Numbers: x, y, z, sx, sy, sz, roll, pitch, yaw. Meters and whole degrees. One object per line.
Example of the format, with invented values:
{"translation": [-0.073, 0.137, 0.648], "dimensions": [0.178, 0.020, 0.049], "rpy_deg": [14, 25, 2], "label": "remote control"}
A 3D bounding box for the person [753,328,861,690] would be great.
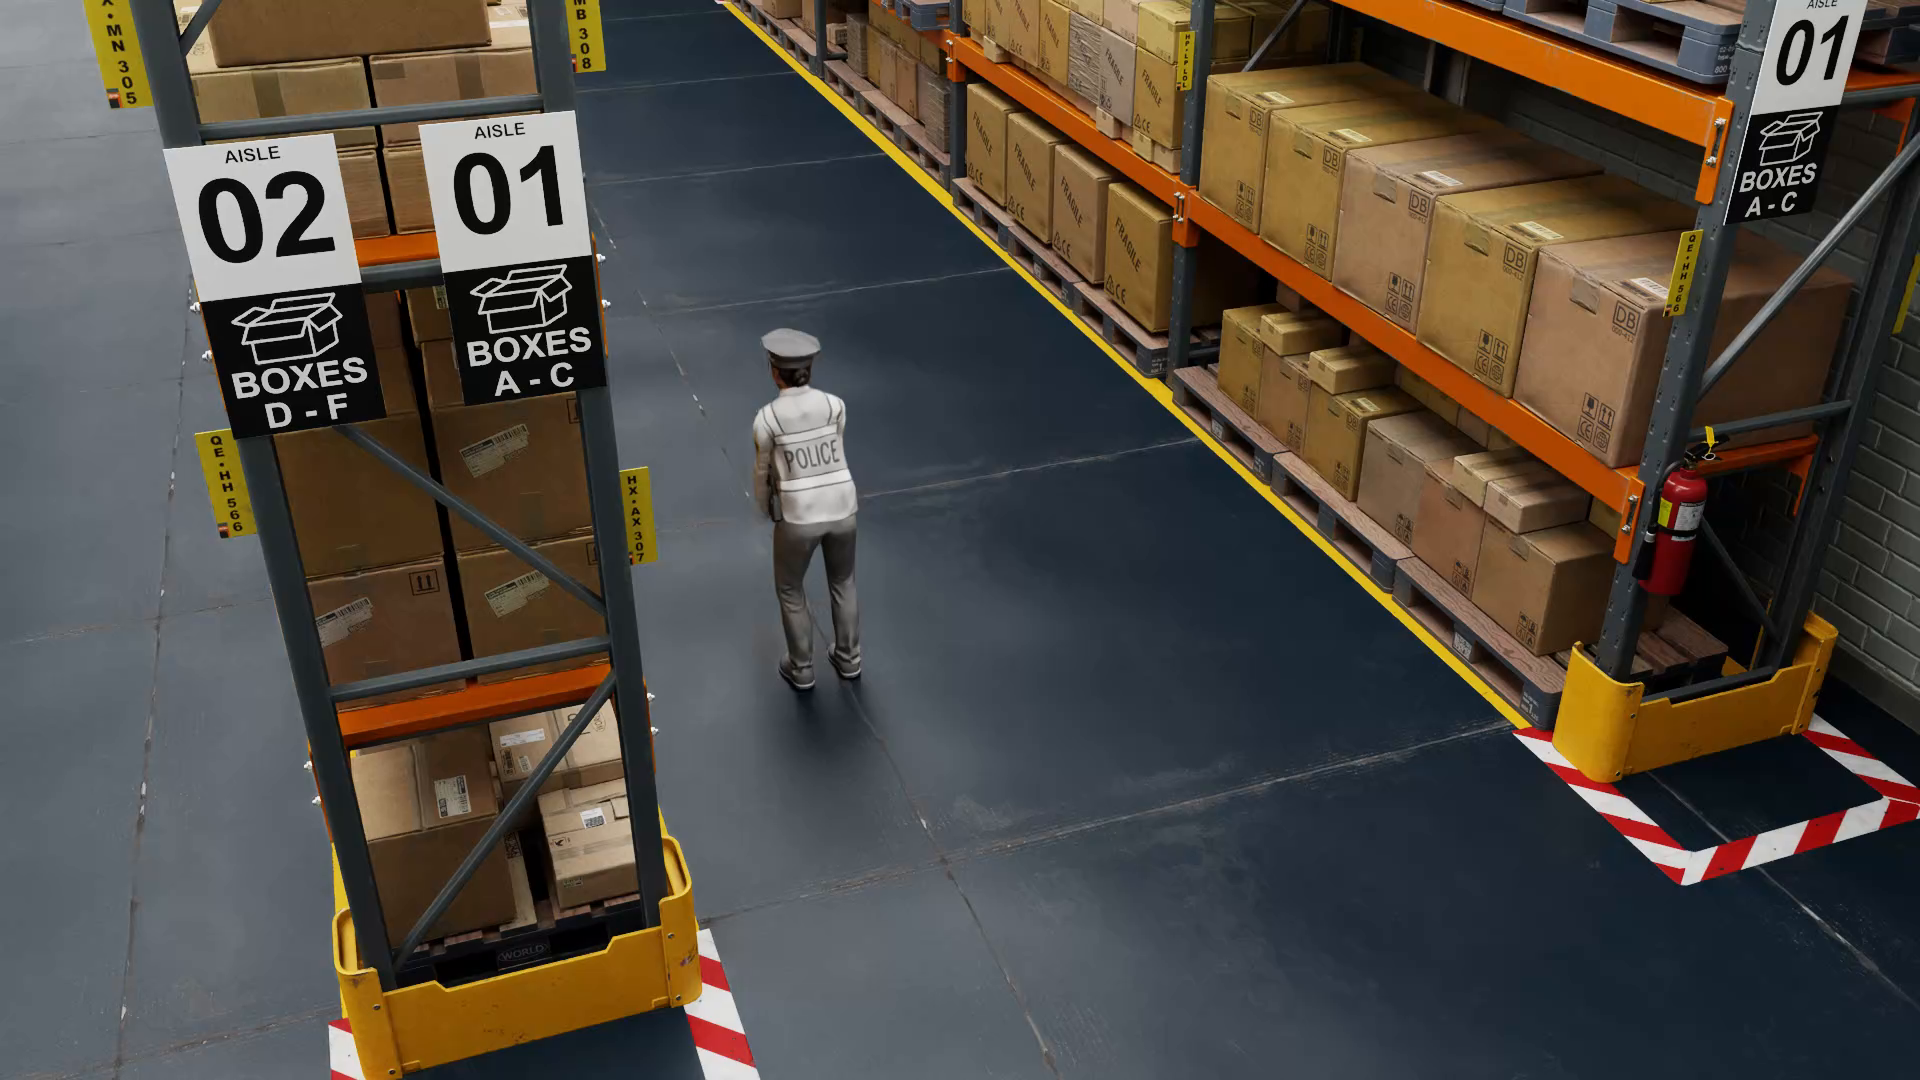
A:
{"translation": [-0.690, -0.125, 7.387], "dimensions": [0.414, 1.631, 0.562], "rpy_deg": [-12, 32, -20], "label": "person"}
